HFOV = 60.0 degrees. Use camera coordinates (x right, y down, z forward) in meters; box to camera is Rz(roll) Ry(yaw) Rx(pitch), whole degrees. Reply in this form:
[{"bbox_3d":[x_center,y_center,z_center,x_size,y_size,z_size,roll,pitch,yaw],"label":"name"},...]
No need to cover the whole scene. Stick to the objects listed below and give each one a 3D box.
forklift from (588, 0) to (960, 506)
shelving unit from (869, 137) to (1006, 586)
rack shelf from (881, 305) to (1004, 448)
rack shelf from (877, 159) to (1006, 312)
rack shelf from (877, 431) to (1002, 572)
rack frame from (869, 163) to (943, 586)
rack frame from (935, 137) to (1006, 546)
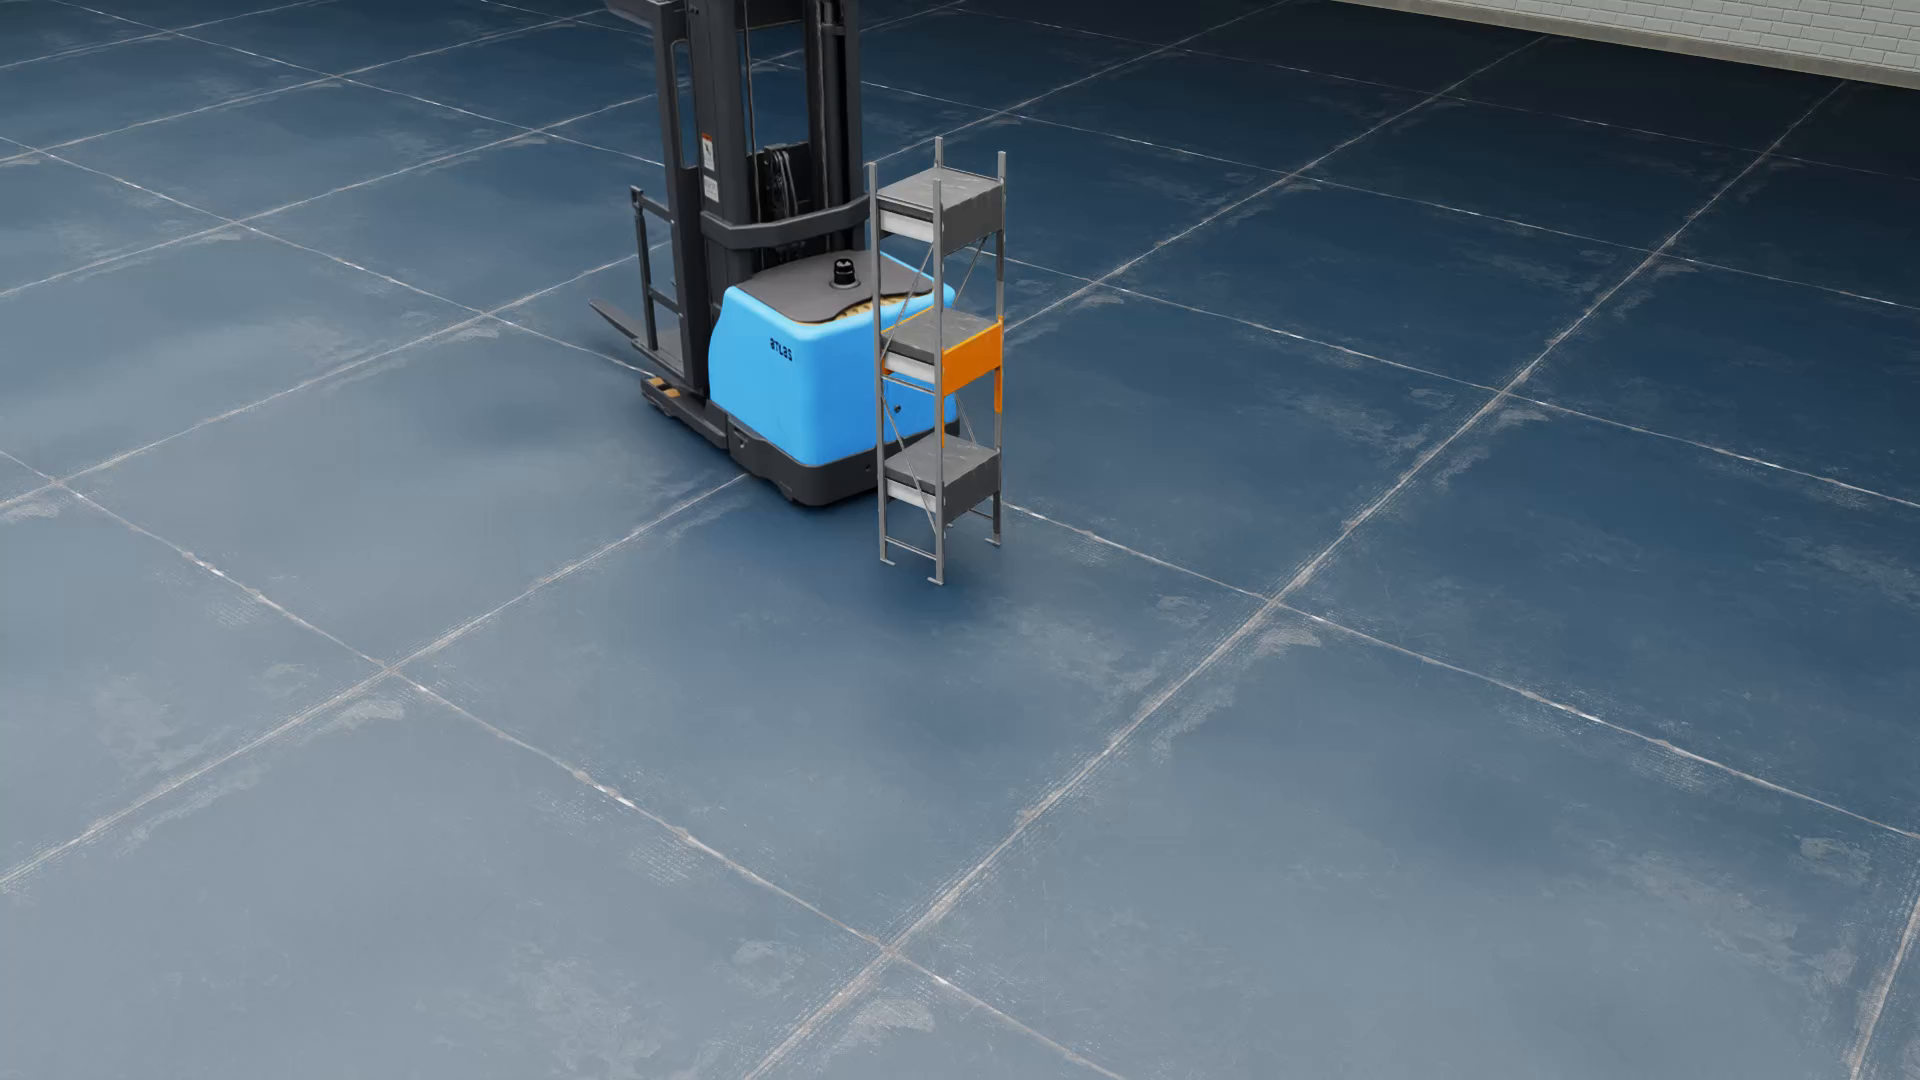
[{"bbox_3d":[-1.285,-2.138,9.483,1.130,2.935,3.031,-21,36,-31],"label":"forklift"},{"bbox_3d":[-0.100,-0.836,8.101,0.431,2.100,0.503,21,37,31],"label":"shelving unit"},{"bbox_3d":[-0.100,-0.824,8.108,0.431,0.518,0.480,21,37,31],"label":"rack shelf"},{"bbox_3d":[-0.100,-1.426,7.751,0.431,0.518,0.480,21,37,31],"label":"rack shelf"},{"bbox_3d":[-0.100,-0.222,8.465,0.431,0.518,0.480,21,37,31],"label":"rack shelf"},{"bbox_3d":[-0.247,-0.737,7.934,0.400,2.100,0.015,21,37,31],"label":"rack frame"},{"bbox_3d":[0.047,-0.935,8.269,0.400,2.100,0.015,21,37,31],"label":"rack frame"}]
